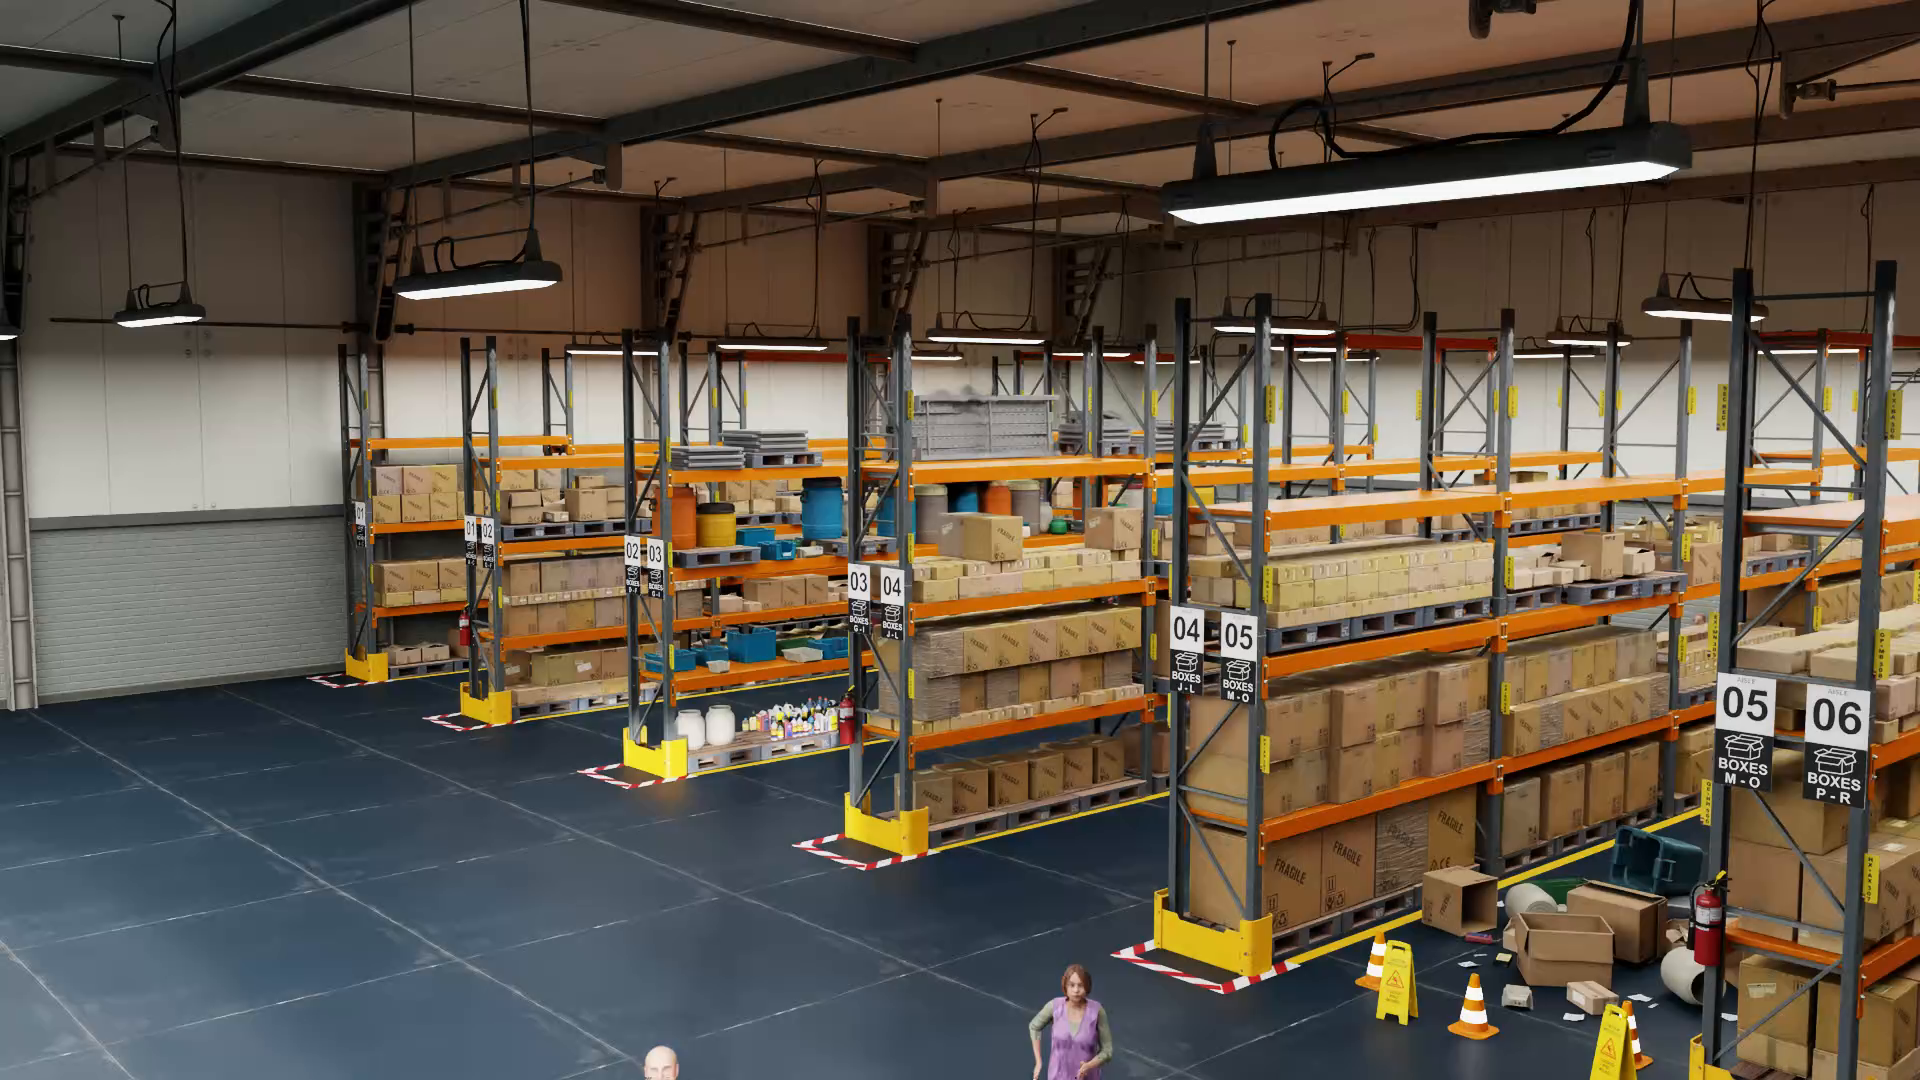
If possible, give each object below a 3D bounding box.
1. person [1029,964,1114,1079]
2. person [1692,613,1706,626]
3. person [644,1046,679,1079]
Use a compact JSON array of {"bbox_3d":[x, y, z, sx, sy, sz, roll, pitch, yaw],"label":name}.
[{"bbox_3d":[0.701,3.433,10.406,0.516,1.567,0.639,0,5,-1],"label":"person"},{"bbox_3d":[11.332,2.008,25.558,0.846,1.775,0.643,-4,7,-40],"label":"person"},{"bbox_3d":[-1.543,3.536,8.717,0.637,1.766,0.711,0,5,-5],"label":"person"}]
